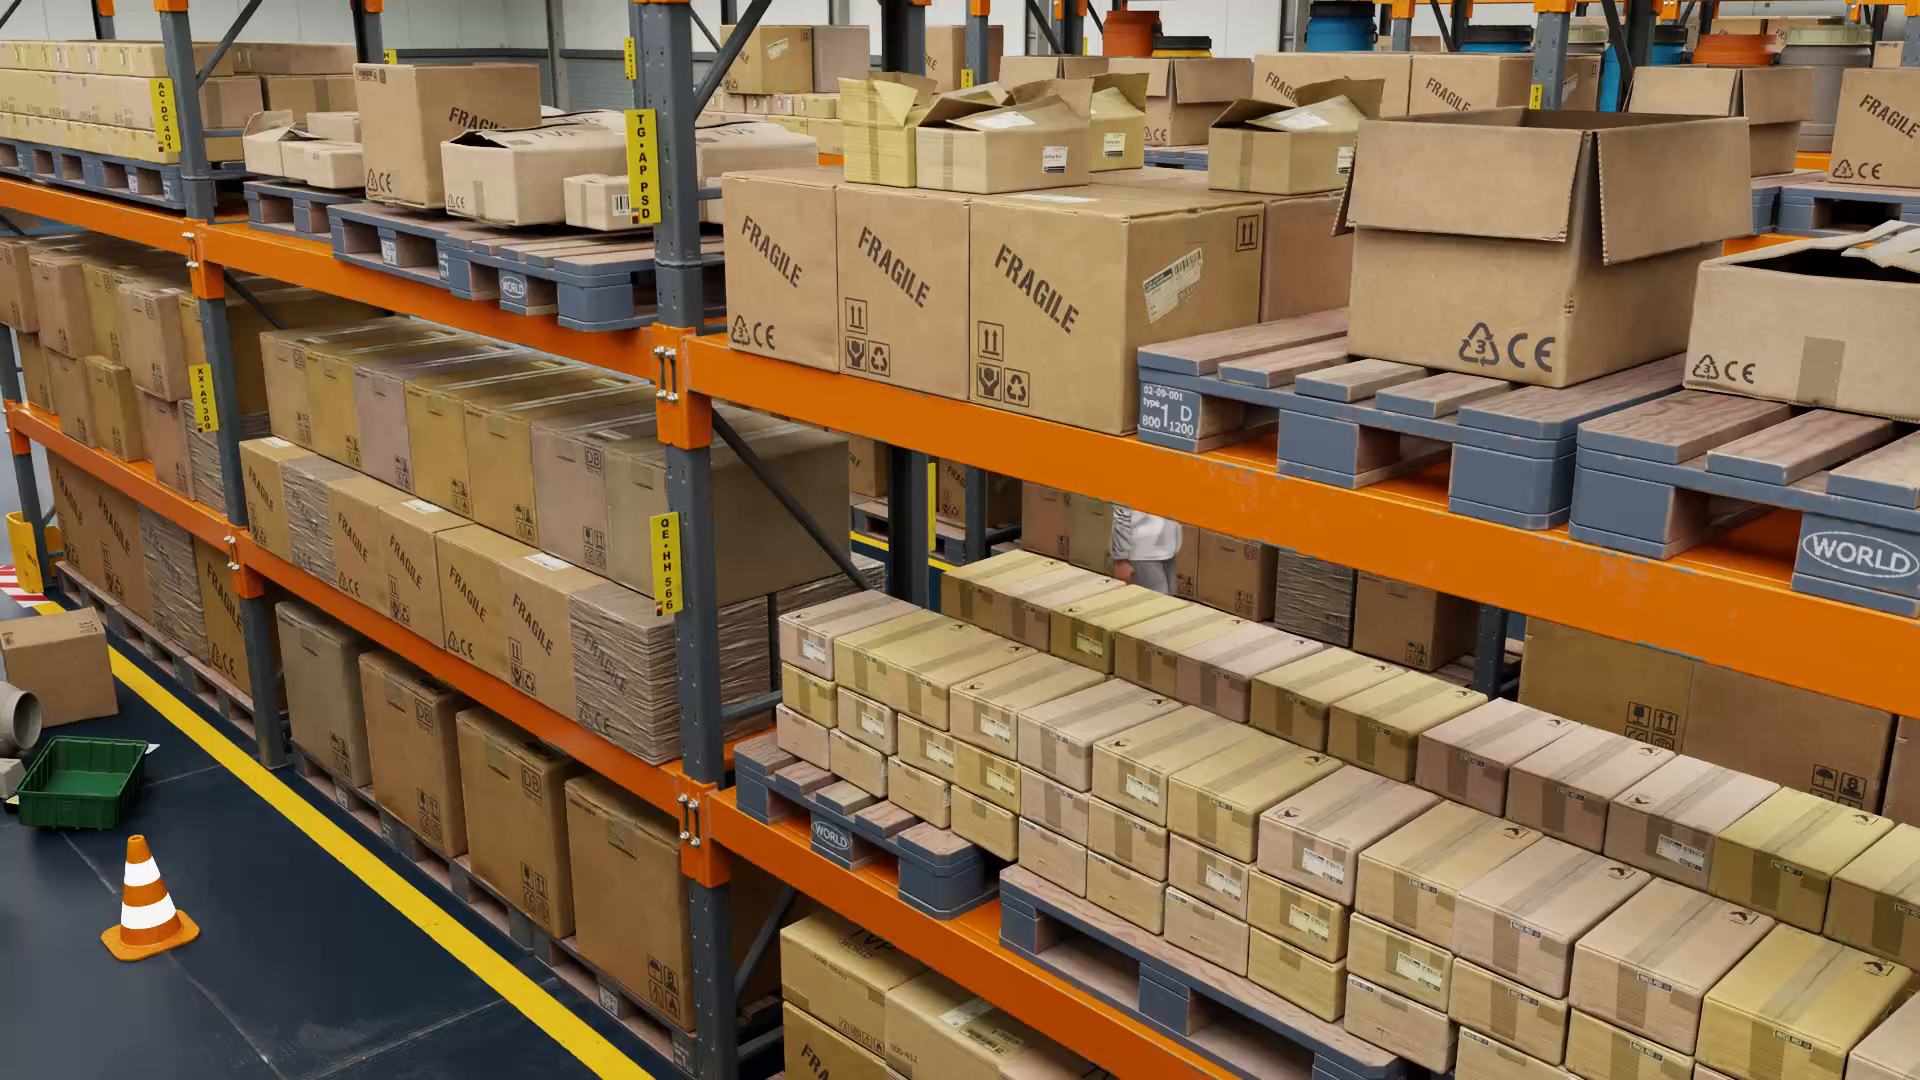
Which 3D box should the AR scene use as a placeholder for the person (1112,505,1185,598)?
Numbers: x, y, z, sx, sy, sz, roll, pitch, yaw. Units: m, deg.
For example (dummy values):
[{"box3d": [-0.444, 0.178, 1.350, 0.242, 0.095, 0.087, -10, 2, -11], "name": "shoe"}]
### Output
[{"box3d": [1.078, 0.090, 9.173, 0.438, 1.787, 0.555, 9, 19, 26], "name": "person"}]
